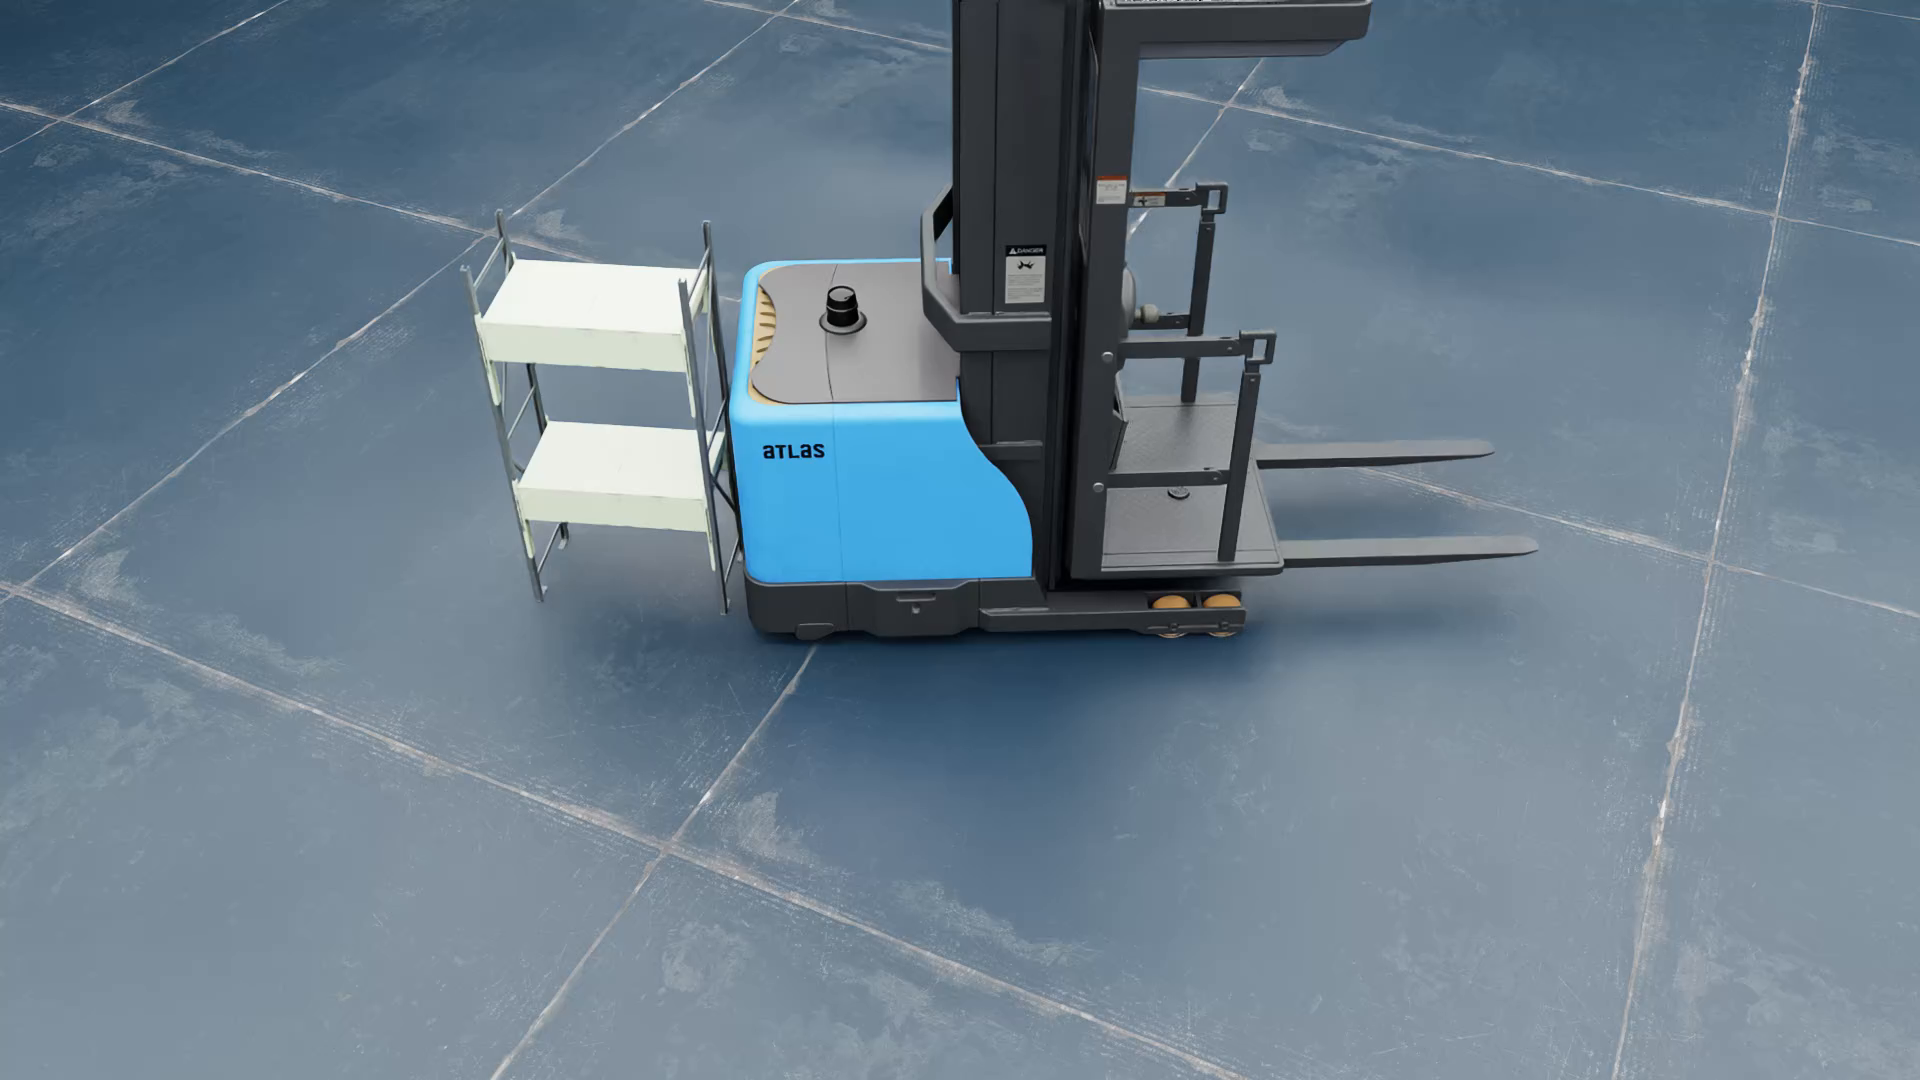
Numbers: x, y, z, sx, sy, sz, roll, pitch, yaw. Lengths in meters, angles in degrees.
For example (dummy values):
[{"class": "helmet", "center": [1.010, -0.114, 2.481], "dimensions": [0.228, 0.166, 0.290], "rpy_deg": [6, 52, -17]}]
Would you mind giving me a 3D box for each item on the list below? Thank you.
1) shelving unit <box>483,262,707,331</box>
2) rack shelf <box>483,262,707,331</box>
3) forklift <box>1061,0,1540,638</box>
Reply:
[{"class": "shelving unit", "center": [-1.256, -0.824, 5.756], "dimensions": [0.686, 0.052, 0.368], "rpy_deg": [4, 41, 4]}, {"class": "rack shelf", "center": [-1.256, -0.824, 5.756], "dimensions": [0.686, 0.052, 0.368], "rpy_deg": [4, 41, 4]}, {"class": "forklift", "center": [1.126, -1.017, 5.837], "dimensions": [2.170, 2.733, 1.118], "rpy_deg": [-1, 41, -2]}]
